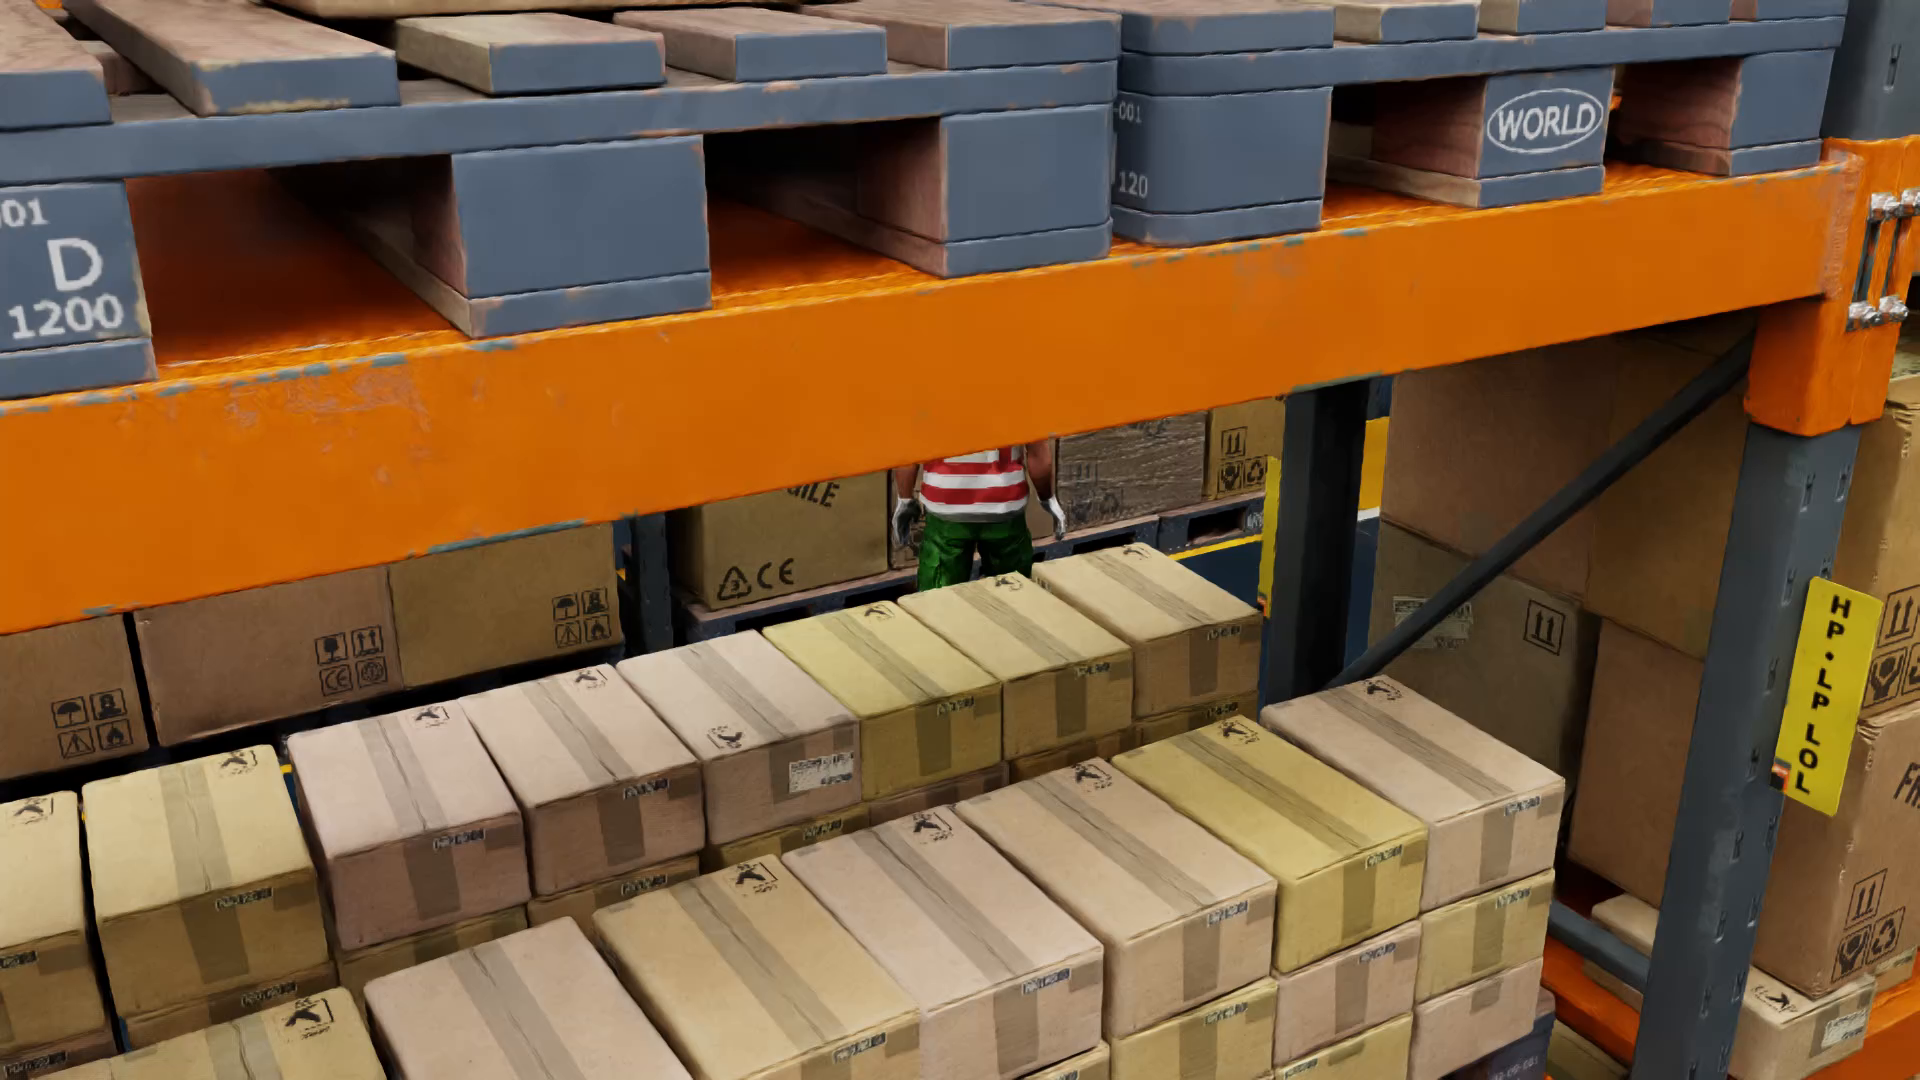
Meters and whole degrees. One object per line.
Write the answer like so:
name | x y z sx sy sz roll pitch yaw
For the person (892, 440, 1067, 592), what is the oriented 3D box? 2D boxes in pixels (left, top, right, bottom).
person | 0.075 -0.136 6.326 0.661 1.786 0.569 -1 22 -1
